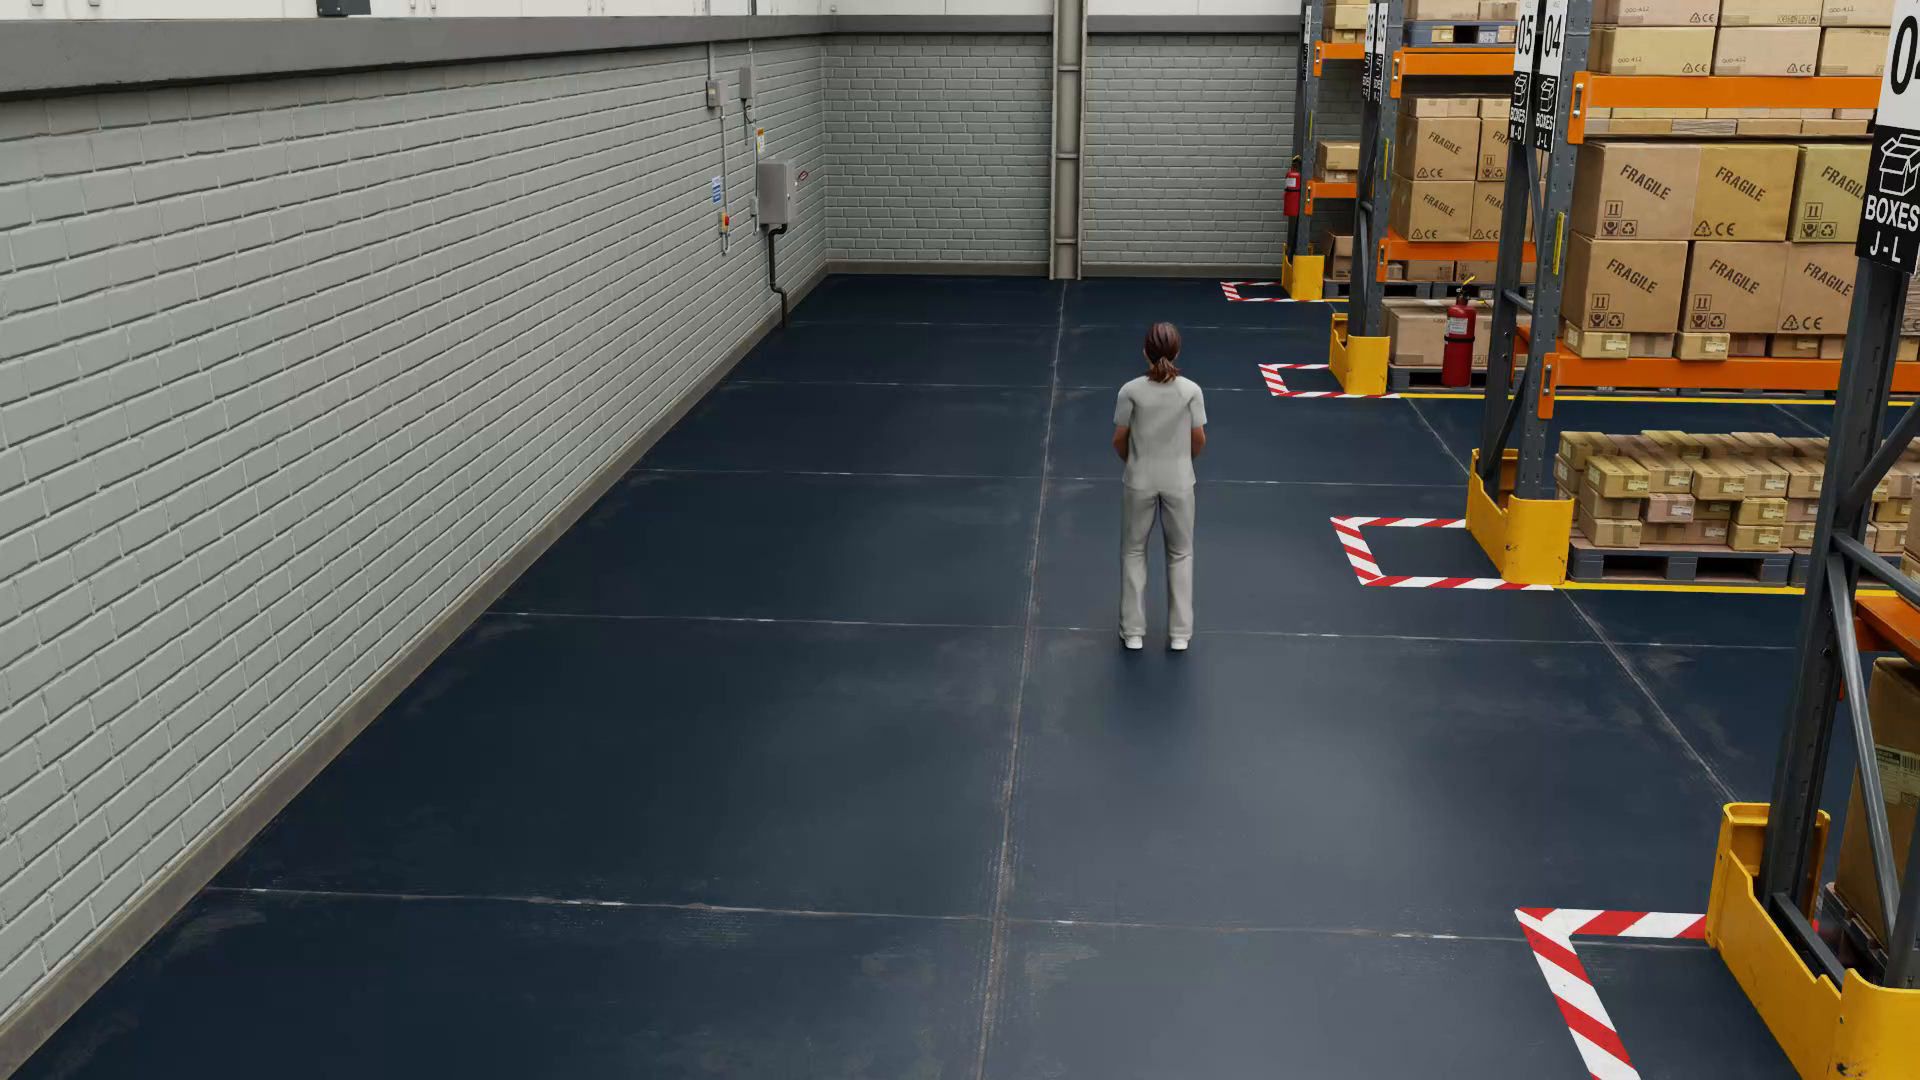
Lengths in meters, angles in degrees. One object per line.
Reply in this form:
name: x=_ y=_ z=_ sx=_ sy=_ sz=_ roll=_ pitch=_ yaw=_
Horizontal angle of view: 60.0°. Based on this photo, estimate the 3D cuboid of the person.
person: x=0.988 y=-0.268 z=8.397 sx=0.507 sy=1.673 sz=0.350 roll=1 pitch=18 yaw=2
